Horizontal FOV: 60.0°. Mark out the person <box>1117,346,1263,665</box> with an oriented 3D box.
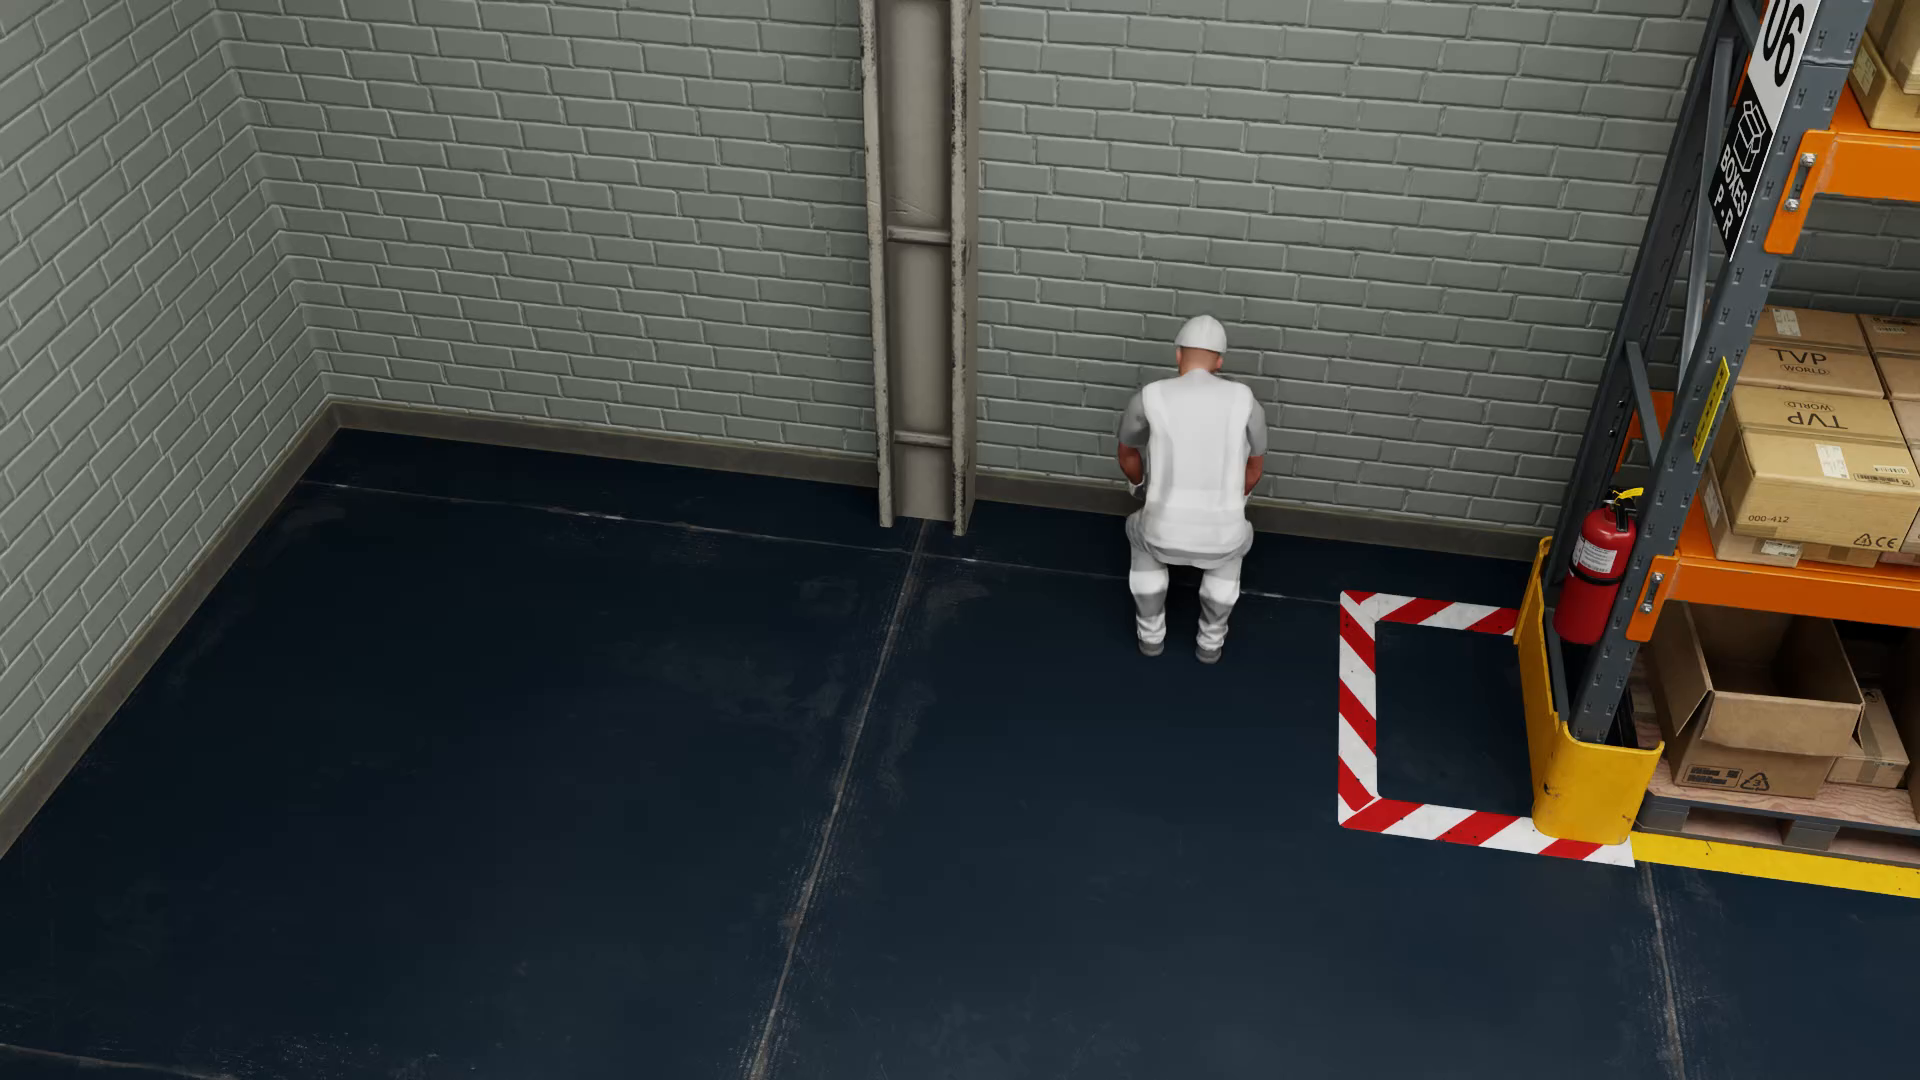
[{"bbox_3d":[0.894,-0.131,6.635,0.581,1.349,0.727,7,41,8],"label":"person"}]
